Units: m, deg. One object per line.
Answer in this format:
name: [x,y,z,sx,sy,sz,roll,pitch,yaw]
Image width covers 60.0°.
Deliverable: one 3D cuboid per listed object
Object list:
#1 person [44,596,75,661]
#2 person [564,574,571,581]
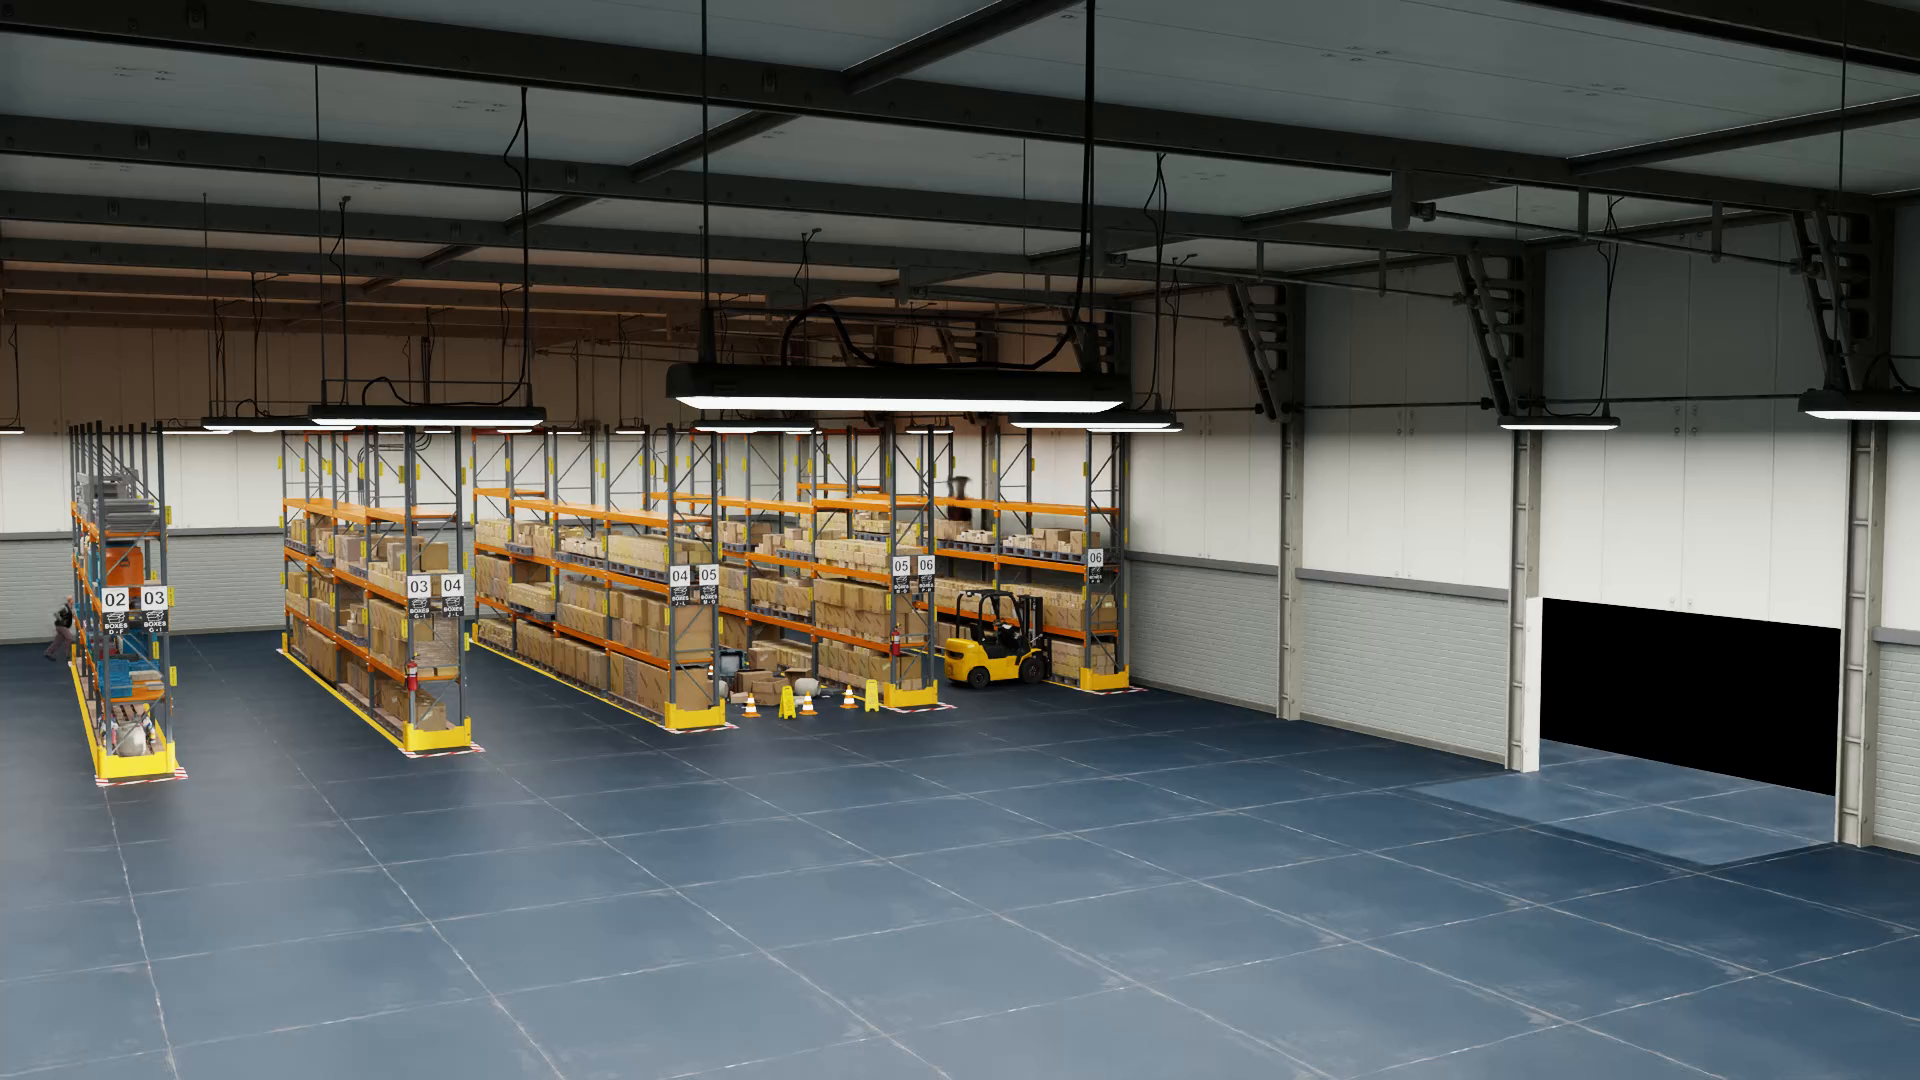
person: [-23.050,2.256,42.695,0.831,1.660,0.664,-1,4,-12]
person: [-11.825,1.816,50.185,0.624,1.613,0.545,3,5,44]
